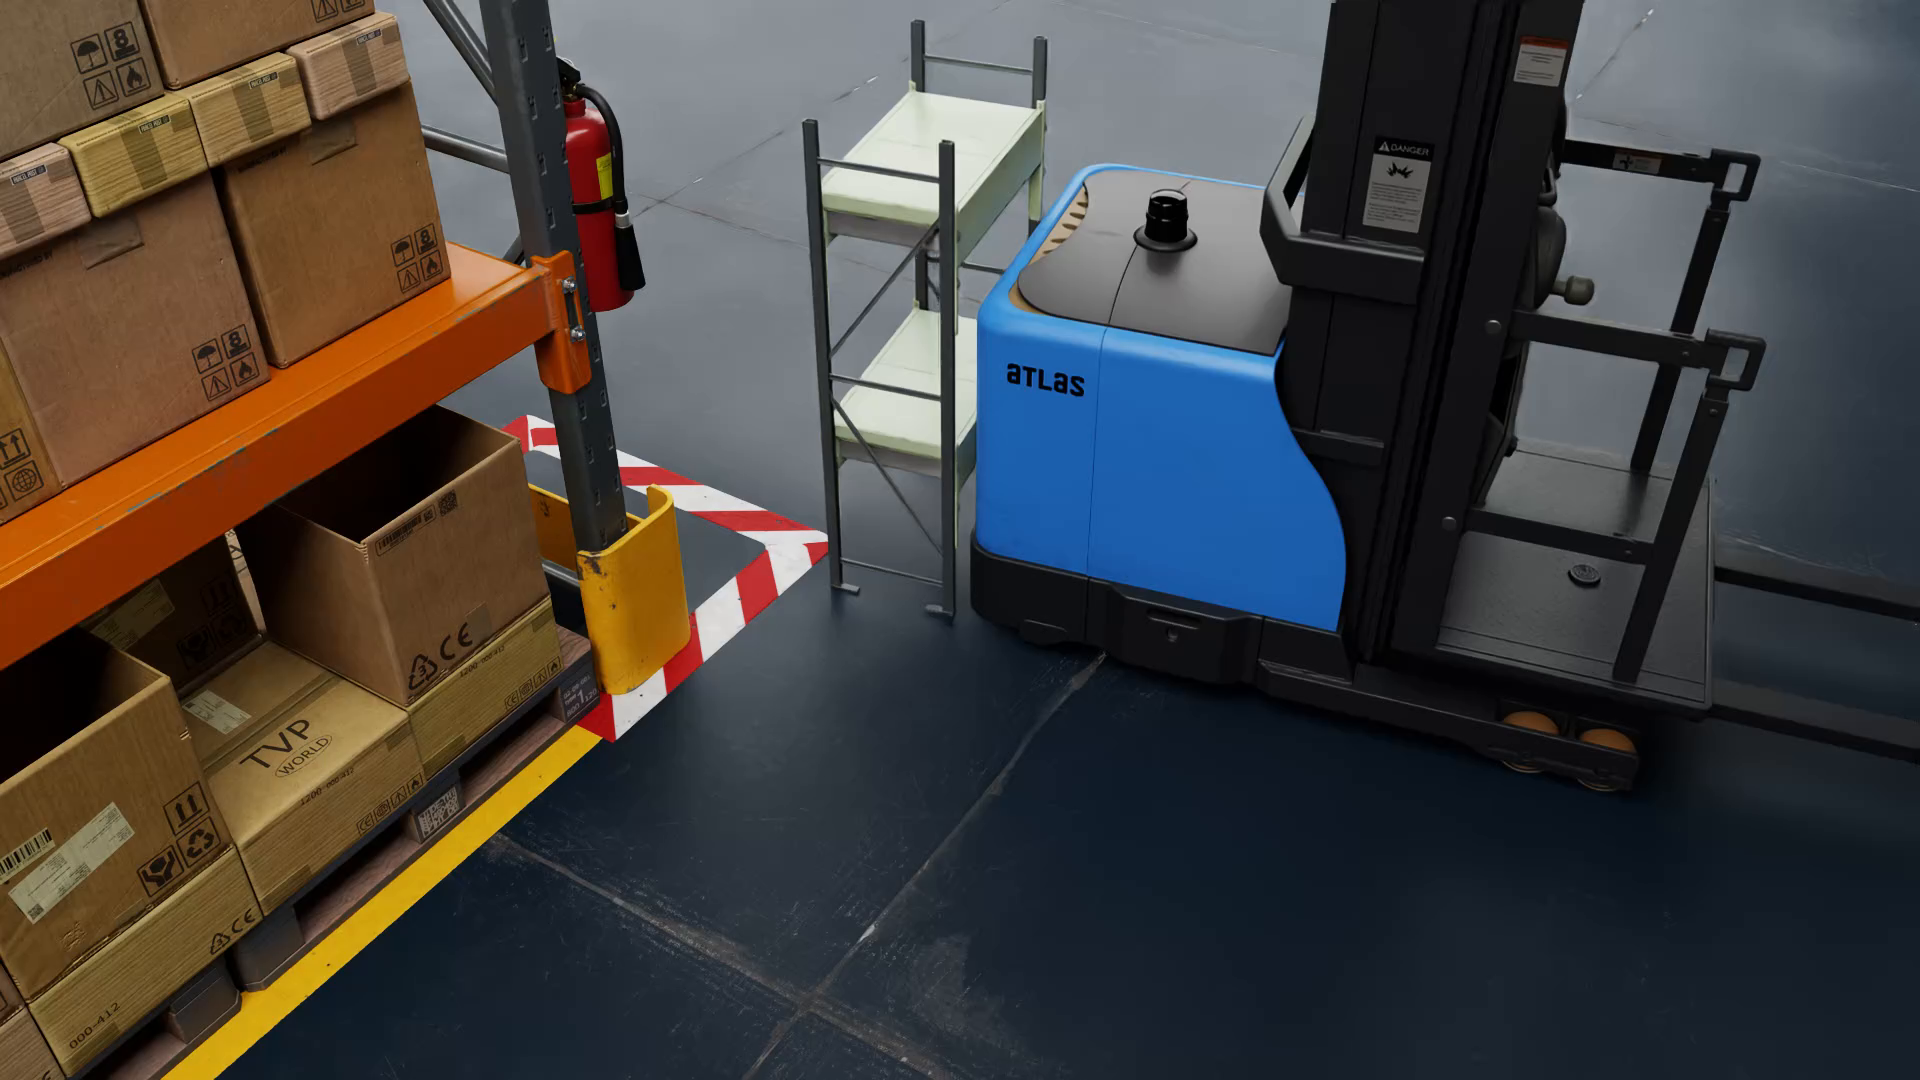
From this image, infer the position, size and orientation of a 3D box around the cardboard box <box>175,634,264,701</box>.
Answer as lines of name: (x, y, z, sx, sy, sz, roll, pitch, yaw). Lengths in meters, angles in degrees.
cardboard box: (-2.103, 0.382, 4.205, 0.500, 0.250, 0.500, 21, 42, 25)

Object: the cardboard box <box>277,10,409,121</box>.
cardboard box: (-1.407, -1.040, 3.529, 0.380, 0.149, 0.250, 20, 42, 24)

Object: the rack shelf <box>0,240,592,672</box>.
rack shelf: (-2.435, 0.313, 2.976, 1.077, 0.370, 4.000, 21, 42, 25)

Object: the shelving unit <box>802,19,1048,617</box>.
shelving unit: (-0.076, -0.624, 4.831, 0.431, 1.500, 0.755, 13, 39, 16)

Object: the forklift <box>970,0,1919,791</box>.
forklift: (1.602, -0.866, 3.973, 3.031, 2.935, 1.130, 13, 39, 16)

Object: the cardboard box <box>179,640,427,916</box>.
cardboard box: (-1.659, 0.554, 3.982, 0.500, 0.250, 0.500, 21, 42, 25)

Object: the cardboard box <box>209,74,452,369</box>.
cardboard box: (-1.624, -0.806, 3.757, 0.700, 0.500, 0.500, 21, 42, 25)

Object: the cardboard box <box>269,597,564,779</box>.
cardboard box: (-1.401, 0.293, 4.321, 0.500, 0.250, 0.500, 21, 42, 25)

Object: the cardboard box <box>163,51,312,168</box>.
cardboard box: (-1.546, -0.905, 3.354, 0.380, 0.149, 0.250, 22, 43, 26)

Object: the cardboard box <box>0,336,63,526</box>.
cardboard box: (-2.172, -0.280, 3.074, 0.700, 0.500, 0.500, 21, 43, 25)

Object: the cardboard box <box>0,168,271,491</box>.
cardboard box: (-1.901, -0.534, 3.404, 0.700, 0.500, 0.500, 22, 43, 26)

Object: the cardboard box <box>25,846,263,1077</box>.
cardboard box: (-1.925, 0.813, 3.647, 0.500, 0.250, 0.500, 21, 42, 25)

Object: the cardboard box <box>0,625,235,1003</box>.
cardboard box: (-1.922, 0.517, 3.417, 0.500, 0.500, 0.500, 21, 42, 25)

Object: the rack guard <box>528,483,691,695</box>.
rack guard: (-1.350, -0.025, 4.873, 1.175, 0.500, 0.348, 21, 42, 25)

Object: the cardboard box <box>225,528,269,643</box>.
cardboard box: (-1.838, 0.123, 4.541, 0.500, 0.250, 0.500, 21, 42, 25)

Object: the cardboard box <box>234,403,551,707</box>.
cardboard box: (-1.399, -0.004, 4.092, 0.500, 0.500, 0.500, 21, 42, 25)

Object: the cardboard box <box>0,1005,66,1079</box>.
cardboard box: (-2.194, 1.070, 3.313, 0.500, 0.250, 0.500, 21, 42, 25)

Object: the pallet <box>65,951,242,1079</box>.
pallet: (-2.392, 1.136, 3.604, 1.003, 0.211, 1.213, 21, 42, 25)

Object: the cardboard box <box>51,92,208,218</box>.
cardboard box: (-1.683, -0.773, 3.183, 0.380, 0.149, 0.250, 21, 42, 24)

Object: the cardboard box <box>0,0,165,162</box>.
cardboard box: (-1.929, -1.020, 2.971, 0.700, 0.500, 0.500, 20, 42, 24)

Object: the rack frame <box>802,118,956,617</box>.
rack frame: (-0.204, -0.415, 4.560, 0.400, 1.500, 0.023, 13, 39, 16)

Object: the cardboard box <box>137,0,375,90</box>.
cardboard box: (-1.652, -1.293, 3.325, 0.700, 0.500, 0.500, 21, 42, 25)

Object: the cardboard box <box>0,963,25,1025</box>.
cardboard box: (-2.191, 0.774, 3.083, 0.500, 0.500, 0.500, 21, 42, 25)

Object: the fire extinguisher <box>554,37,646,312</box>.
fire extinguisher: (-0.907, -0.881, 4.000, 0.296, 0.674, 0.183, 21, 42, 25)

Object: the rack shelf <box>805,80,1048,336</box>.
rack shelf: (-0.076, -0.933, 4.593, 0.431, 0.370, 0.720, 13, 39, 16)

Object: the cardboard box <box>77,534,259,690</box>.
cardboard box: (-2.104, 0.085, 3.977, 0.500, 0.500, 0.500, 21, 42, 25)

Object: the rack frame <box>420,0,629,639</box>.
rack frame: (-1.363, -1.003, 4.094, 1.000, 3.000, 0.127, 21, 42, 25)

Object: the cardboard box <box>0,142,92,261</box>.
cardboard box: (-1.819, -0.644, 3.015, 0.380, 0.149, 0.250, 22, 43, 26)

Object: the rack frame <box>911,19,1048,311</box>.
rack frame: (0.052, -0.834, 5.103, 0.400, 1.500, 0.023, 13, 39, 16)

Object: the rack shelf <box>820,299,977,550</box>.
rack shelf: (-0.076, -0.366, 5.030, 0.431, 0.370, 0.720, 13, 39, 16)

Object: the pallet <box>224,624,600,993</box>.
pallet: (-1.737, 0.509, 4.416, 1.003, 0.211, 1.213, 21, 42, 25)
